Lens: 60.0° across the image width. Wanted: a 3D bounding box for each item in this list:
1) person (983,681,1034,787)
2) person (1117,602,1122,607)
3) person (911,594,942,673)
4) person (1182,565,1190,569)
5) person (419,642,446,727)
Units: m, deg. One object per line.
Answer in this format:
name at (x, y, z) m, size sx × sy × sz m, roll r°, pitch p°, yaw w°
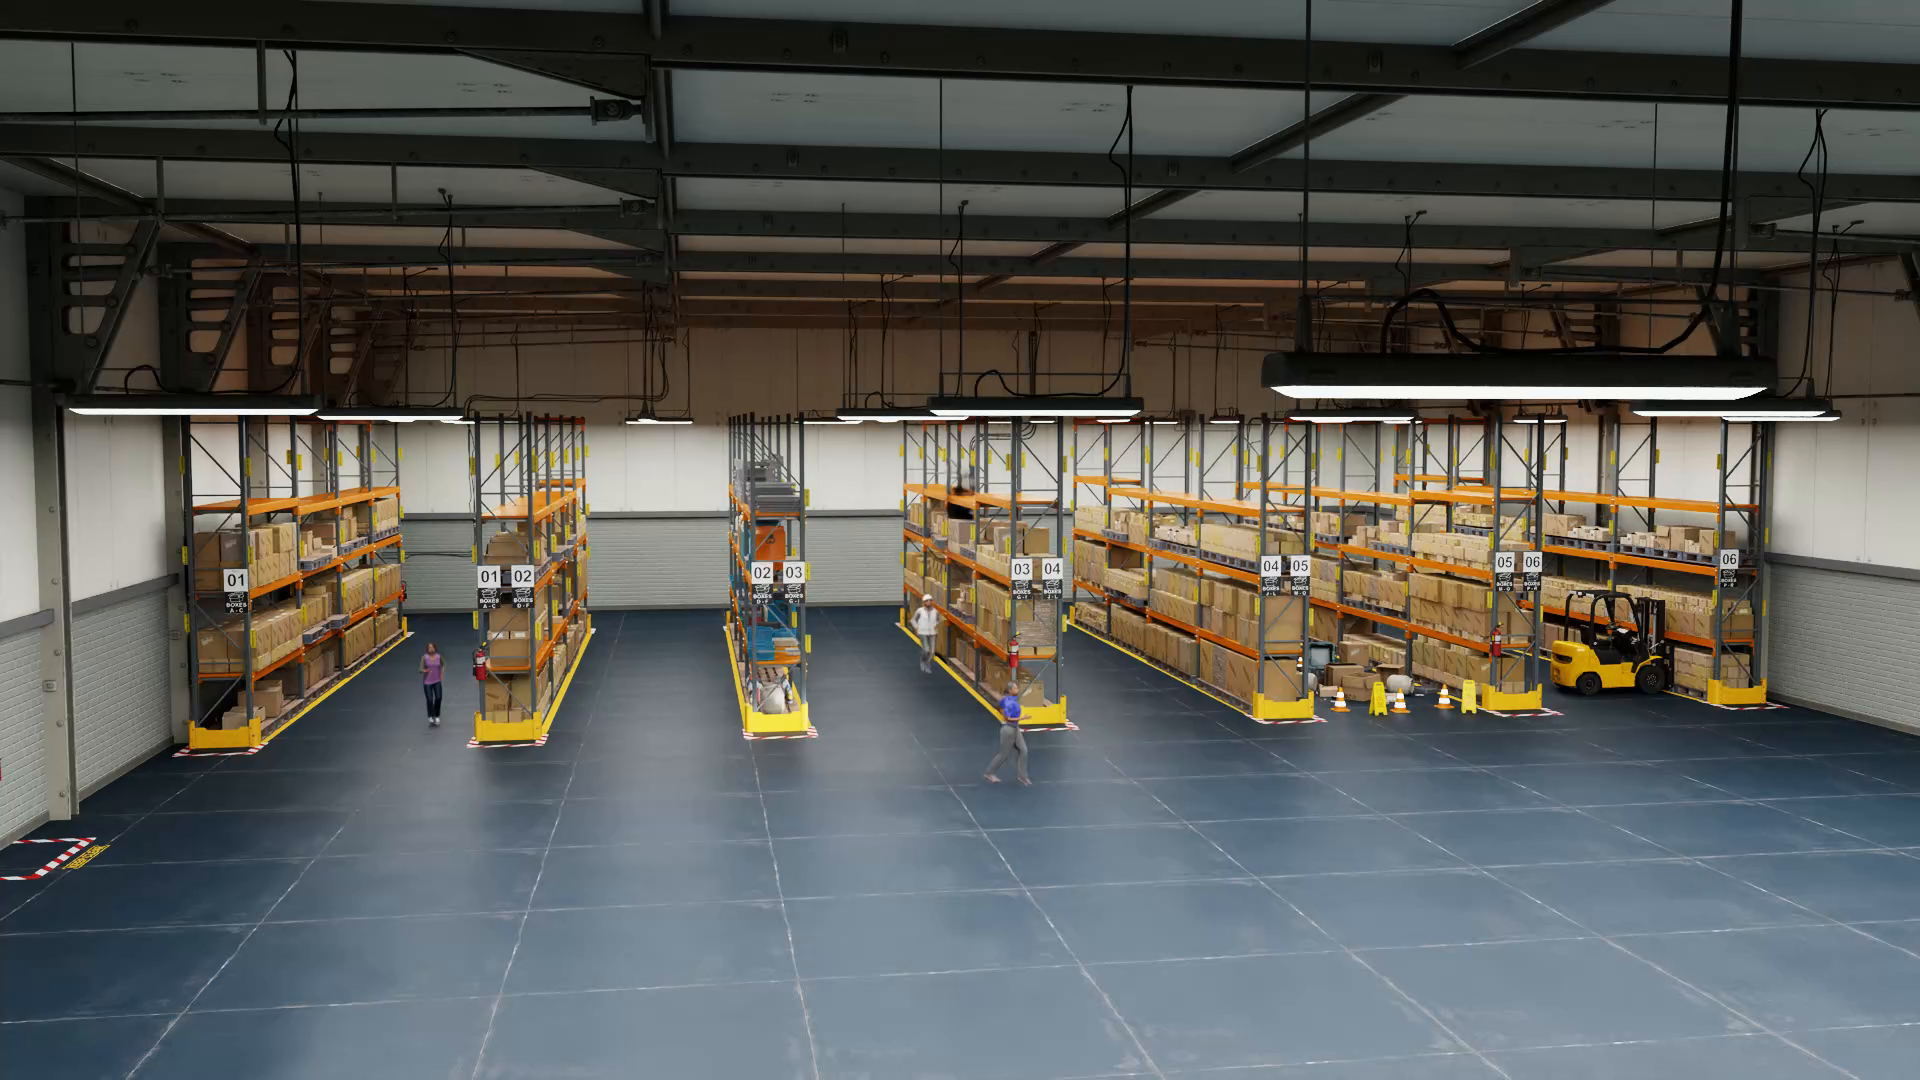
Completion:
person at (0.769, 3.099, 26.457) m, size 0.794 × 1.716 × 0.564 m, roll 1°, pitch 4°, yaw 14°
person at (5.020, 1.480, 50.131) m, size 0.766 × 1.729 × 0.597 m, roll 0°, pitch 4°, yaw -6°
person at (-0.701, 2.075, 36.633) m, size 0.652 × 1.744 × 0.544 m, roll -1°, pitch 4°, yaw -17°
person at (6.960, 1.495, 50.464) m, size 0.602 × 1.618 × 0.545 m, roll -1°, pitch 4°, yaw -9°
person at (-10.084, 2.774, 31.828) m, size 0.514 × 1.592 × 0.635 m, roll -2°, pitch 4°, yaw -21°
